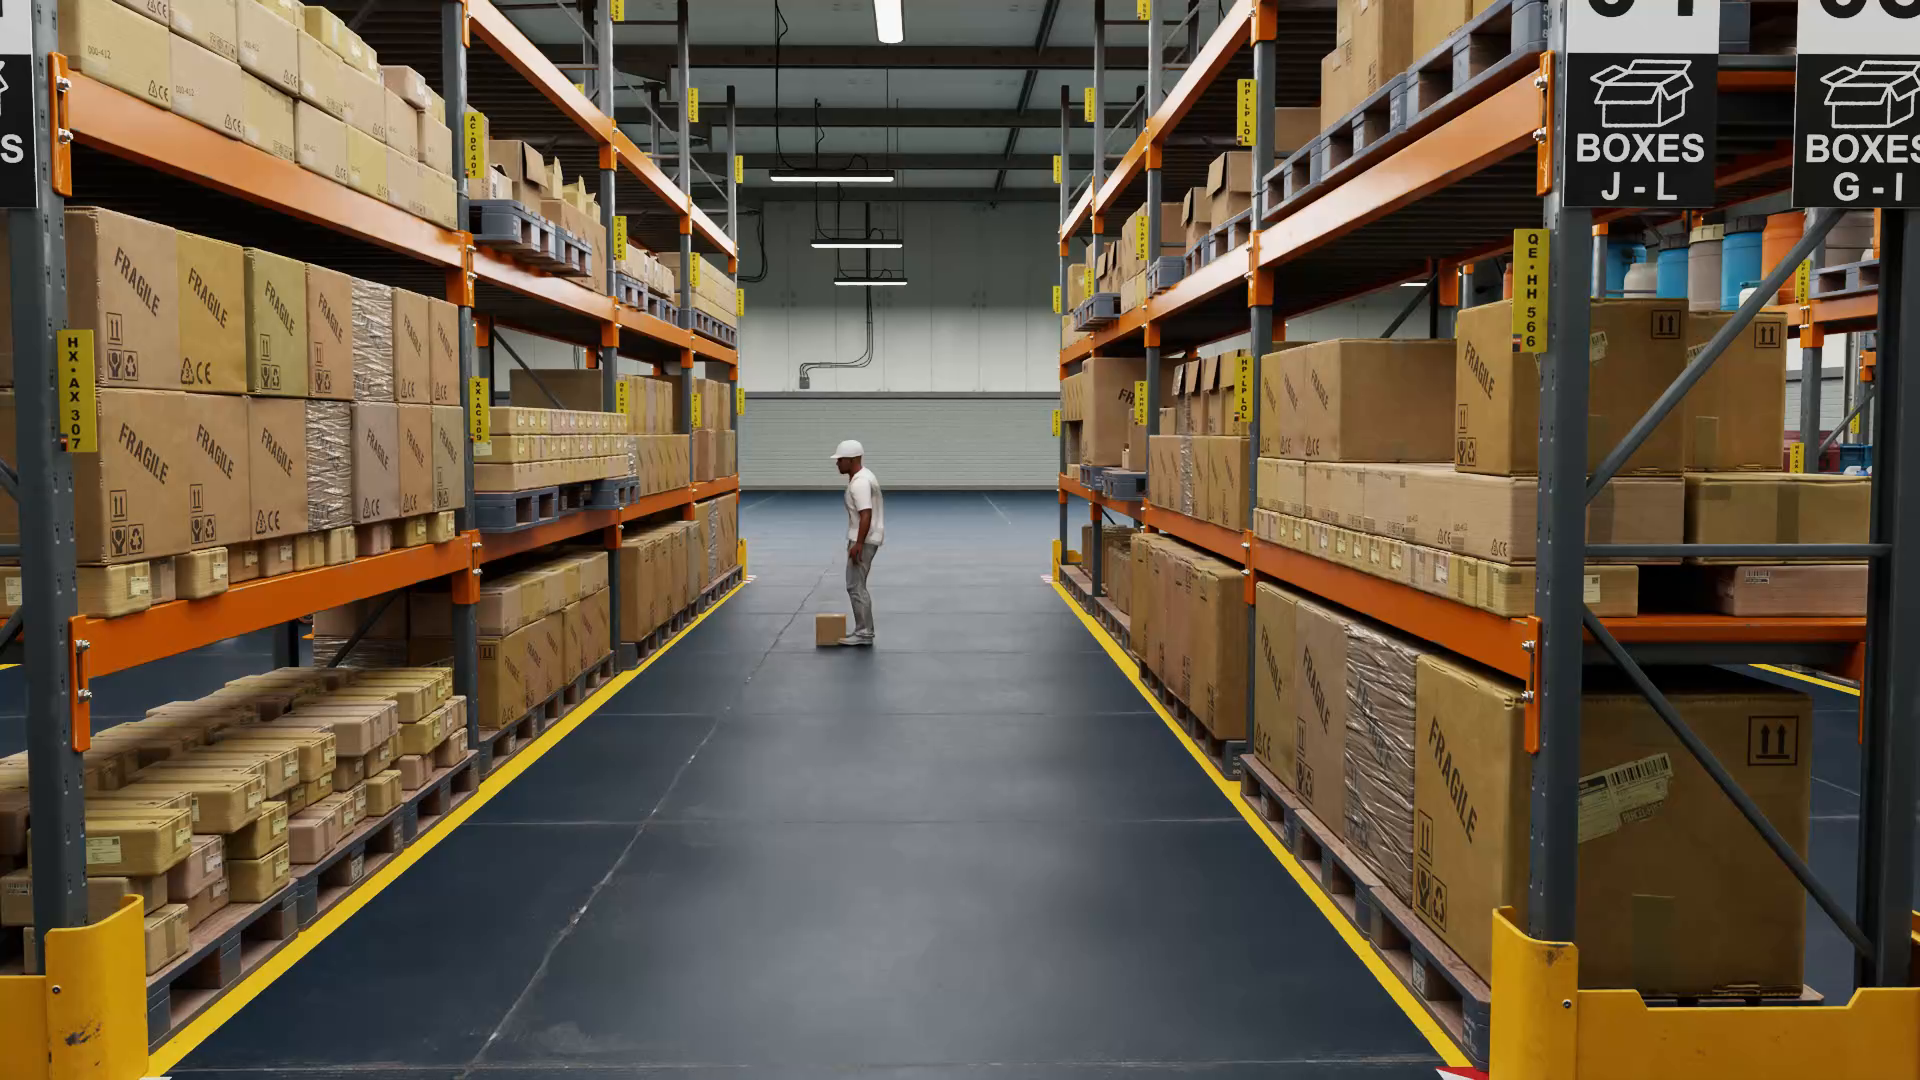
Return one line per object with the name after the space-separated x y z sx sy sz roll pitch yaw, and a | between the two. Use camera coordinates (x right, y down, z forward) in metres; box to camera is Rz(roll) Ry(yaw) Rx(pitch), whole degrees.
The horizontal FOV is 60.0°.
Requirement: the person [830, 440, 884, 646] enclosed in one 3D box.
-0.882 0.019 14.313 0.462 1.759 0.632 0 4 -5 | person
